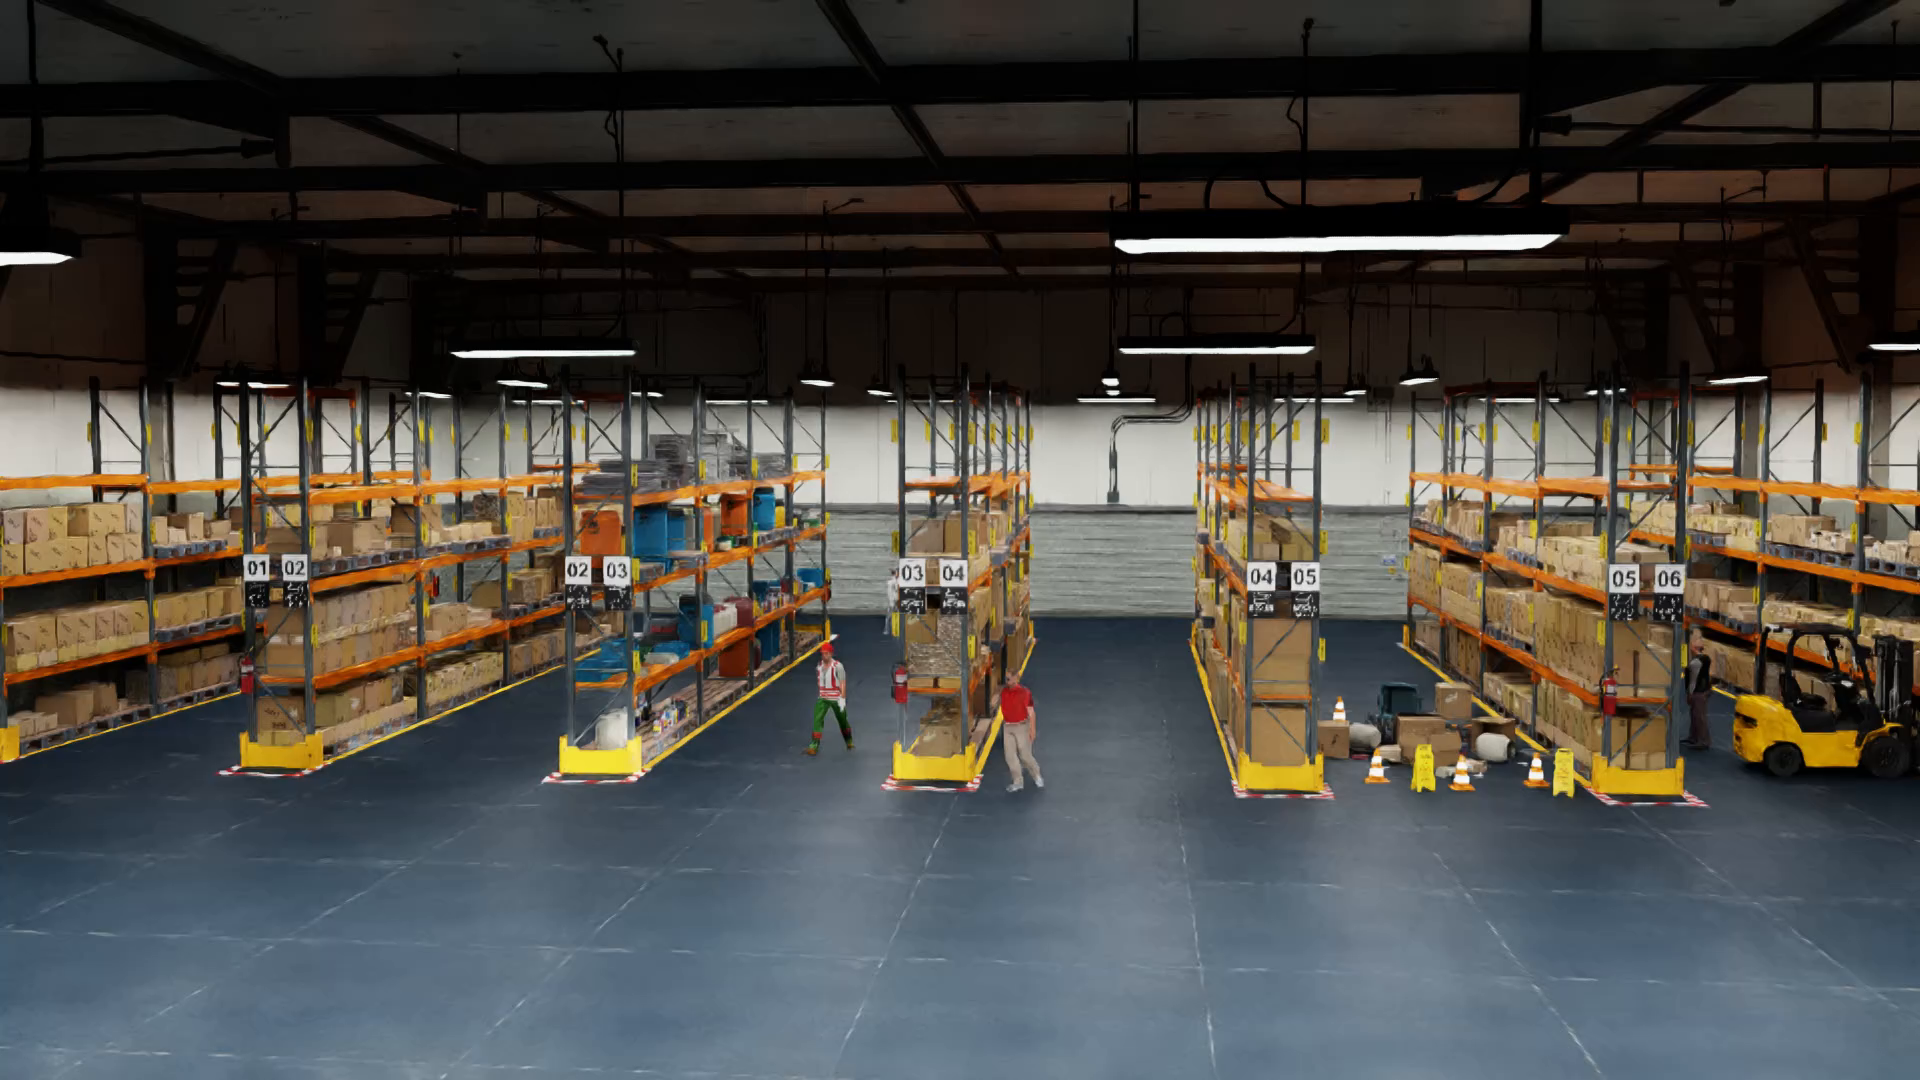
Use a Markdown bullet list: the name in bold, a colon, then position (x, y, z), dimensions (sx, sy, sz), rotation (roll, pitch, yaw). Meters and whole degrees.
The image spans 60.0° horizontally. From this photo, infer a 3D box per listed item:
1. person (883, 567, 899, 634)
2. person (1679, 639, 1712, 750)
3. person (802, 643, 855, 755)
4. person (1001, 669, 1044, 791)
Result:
- **person**: position (-1.579, 1.493, 41.517), dimensions (0.550, 1.672, 0.685), rotation (3, 5, 42)
- **person**: position (11.696, 2.430, 26.446), dimensions (0.576, 1.718, 0.626), rotation (3, 5, 37)
- **person**: position (-2.038, 2.473, 26.038), dimensions (0.590, 1.747, 0.984), rotation (2, 4, 28)
- **person**: position (0.869, 2.697, 23.347), dimensions (0.600, 1.618, 0.560), rotation (3, 5, 41)
